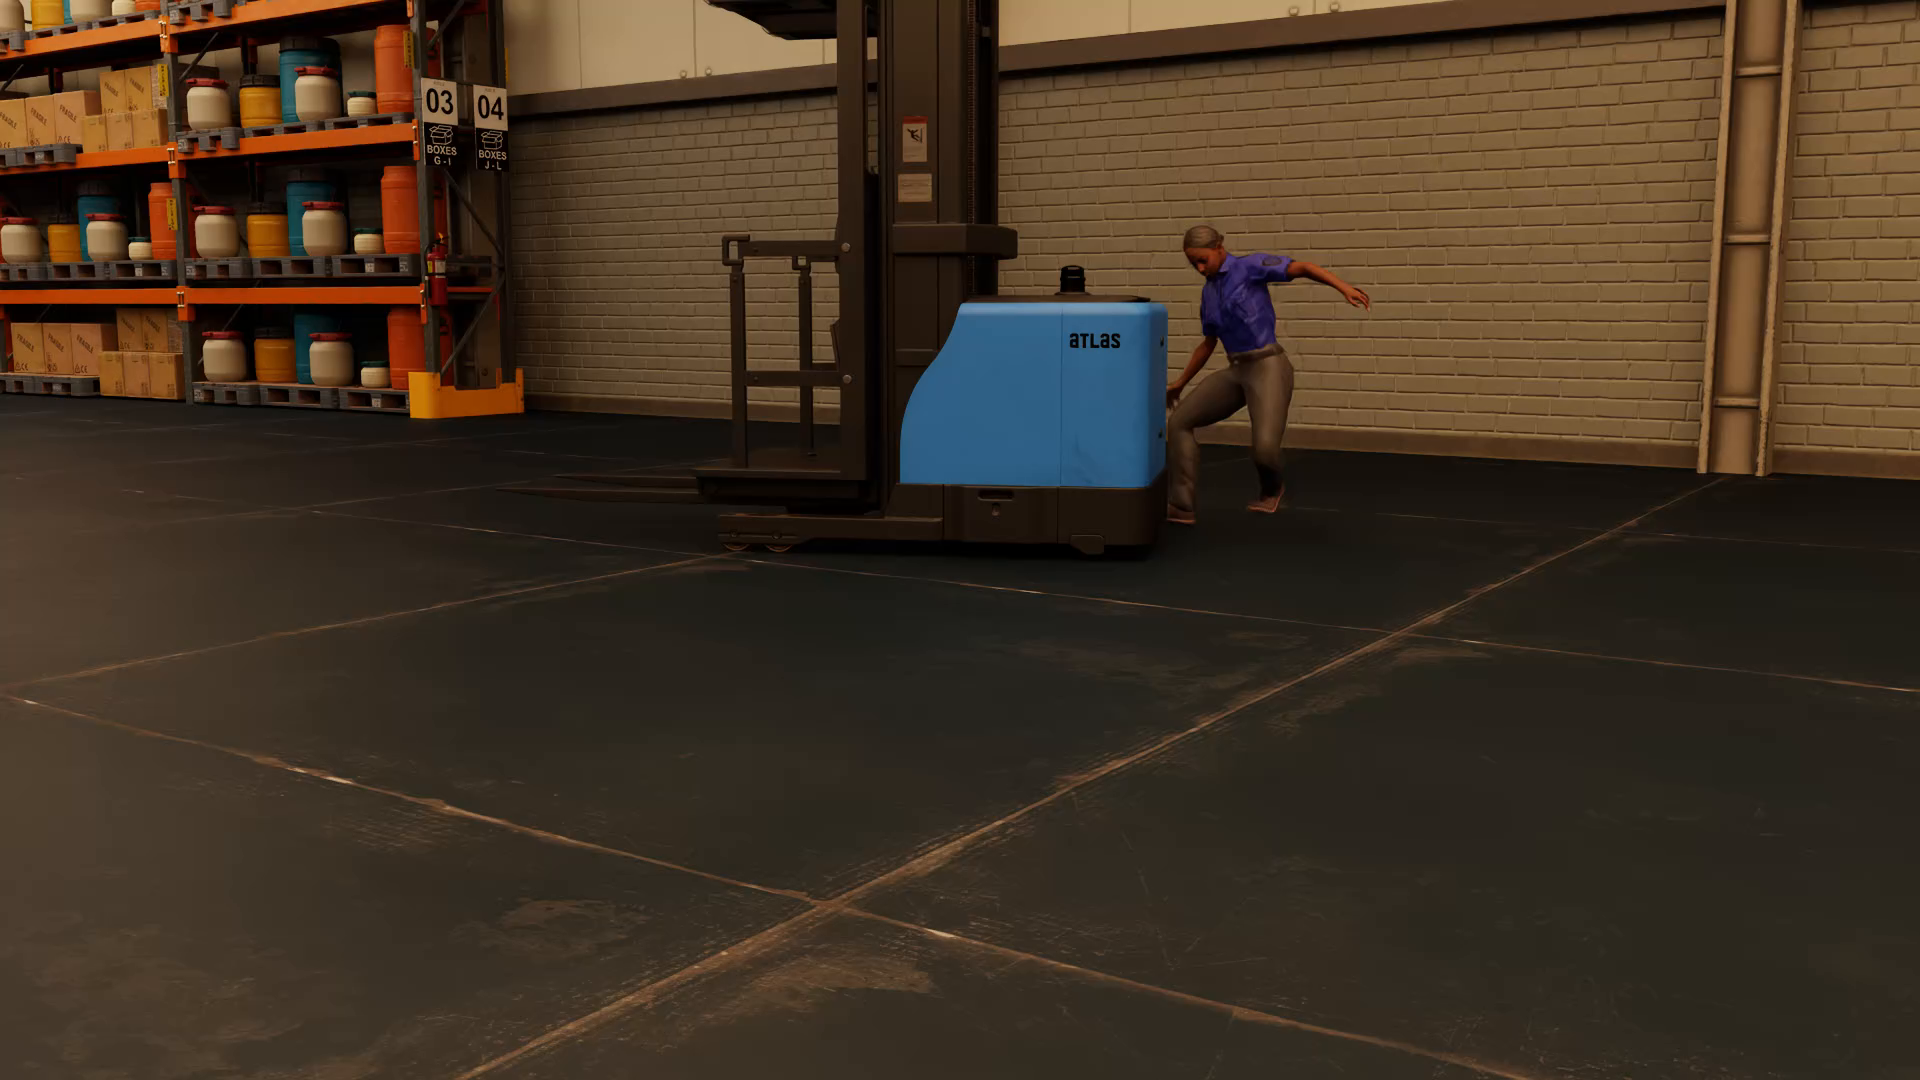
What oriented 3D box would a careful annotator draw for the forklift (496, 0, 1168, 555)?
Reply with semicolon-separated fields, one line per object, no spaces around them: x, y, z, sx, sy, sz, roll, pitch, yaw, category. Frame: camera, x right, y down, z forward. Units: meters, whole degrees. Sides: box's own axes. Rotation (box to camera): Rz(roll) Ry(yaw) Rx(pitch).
-0.596;-1.469;7.520;3.031;2.935;1.130;2;8;12;forklift

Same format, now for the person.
1.380;-0.771;7.885;0.650;1.429;1.098;-4;9;-29;person
